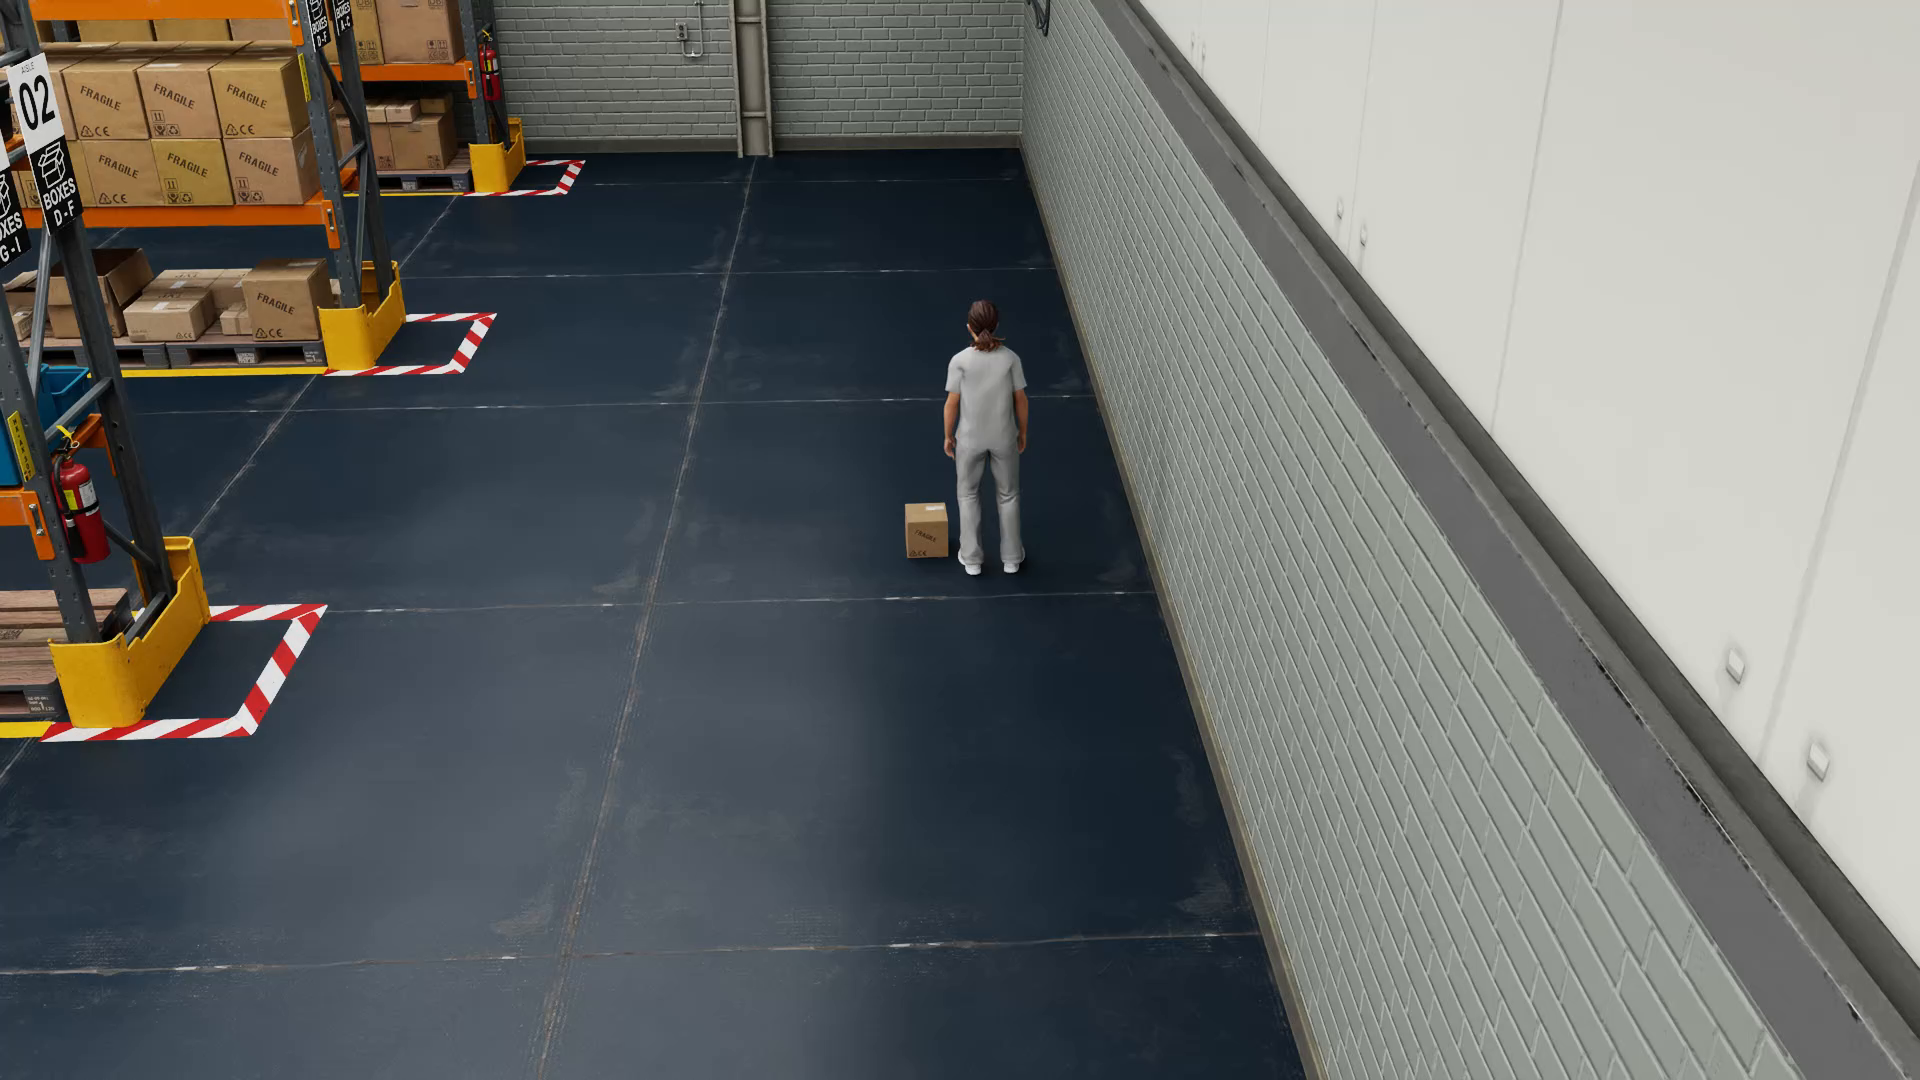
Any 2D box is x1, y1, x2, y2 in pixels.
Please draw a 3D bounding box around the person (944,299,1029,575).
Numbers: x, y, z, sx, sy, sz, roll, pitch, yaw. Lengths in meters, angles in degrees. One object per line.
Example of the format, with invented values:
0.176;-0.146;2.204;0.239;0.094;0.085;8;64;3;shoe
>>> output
0.158;-0.586;9.739;0.504;1.673;0.348;-2;28;-4;person
